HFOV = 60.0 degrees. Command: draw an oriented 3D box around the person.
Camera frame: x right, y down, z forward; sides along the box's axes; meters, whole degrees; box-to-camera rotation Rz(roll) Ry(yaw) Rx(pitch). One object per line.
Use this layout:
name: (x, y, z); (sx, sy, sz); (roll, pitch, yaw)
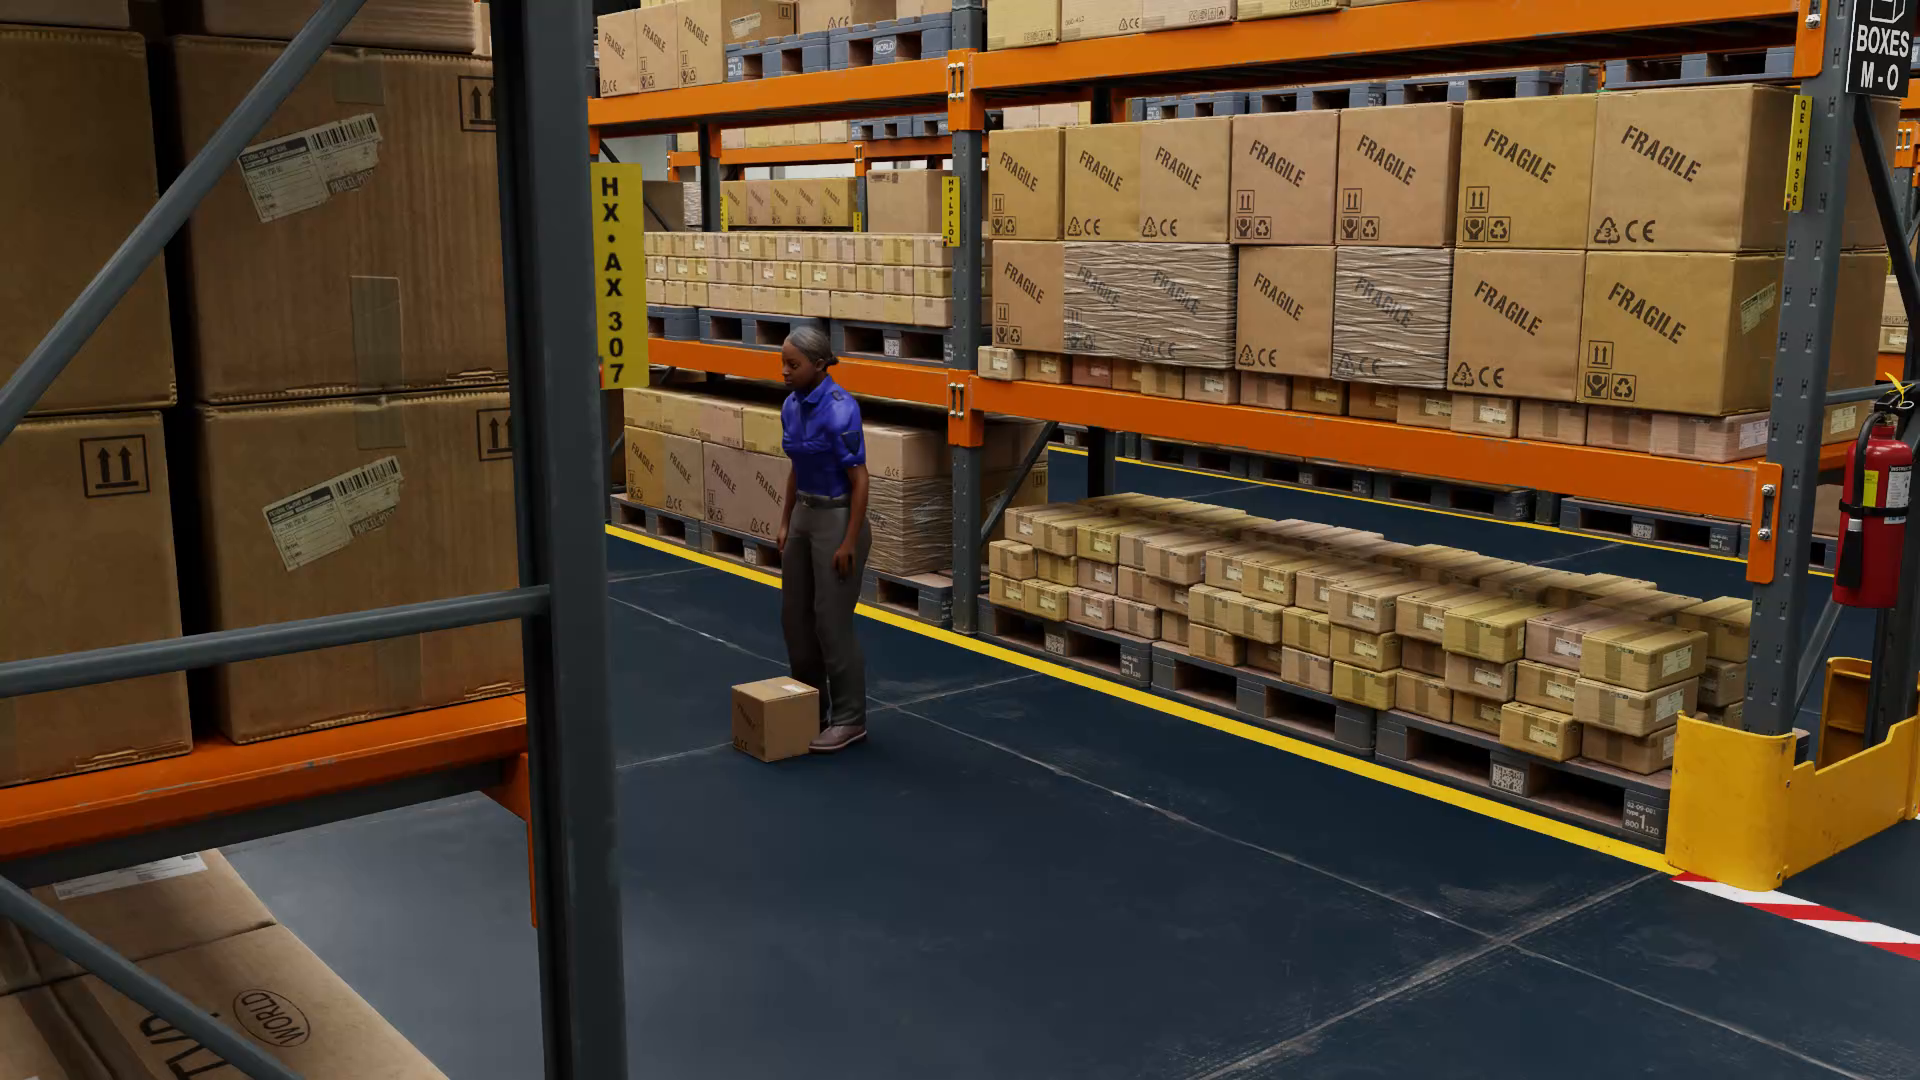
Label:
person: (-0.554, -0.018, 6.540); (0.352, 1.654, 0.507); (-9, 14, -38)
